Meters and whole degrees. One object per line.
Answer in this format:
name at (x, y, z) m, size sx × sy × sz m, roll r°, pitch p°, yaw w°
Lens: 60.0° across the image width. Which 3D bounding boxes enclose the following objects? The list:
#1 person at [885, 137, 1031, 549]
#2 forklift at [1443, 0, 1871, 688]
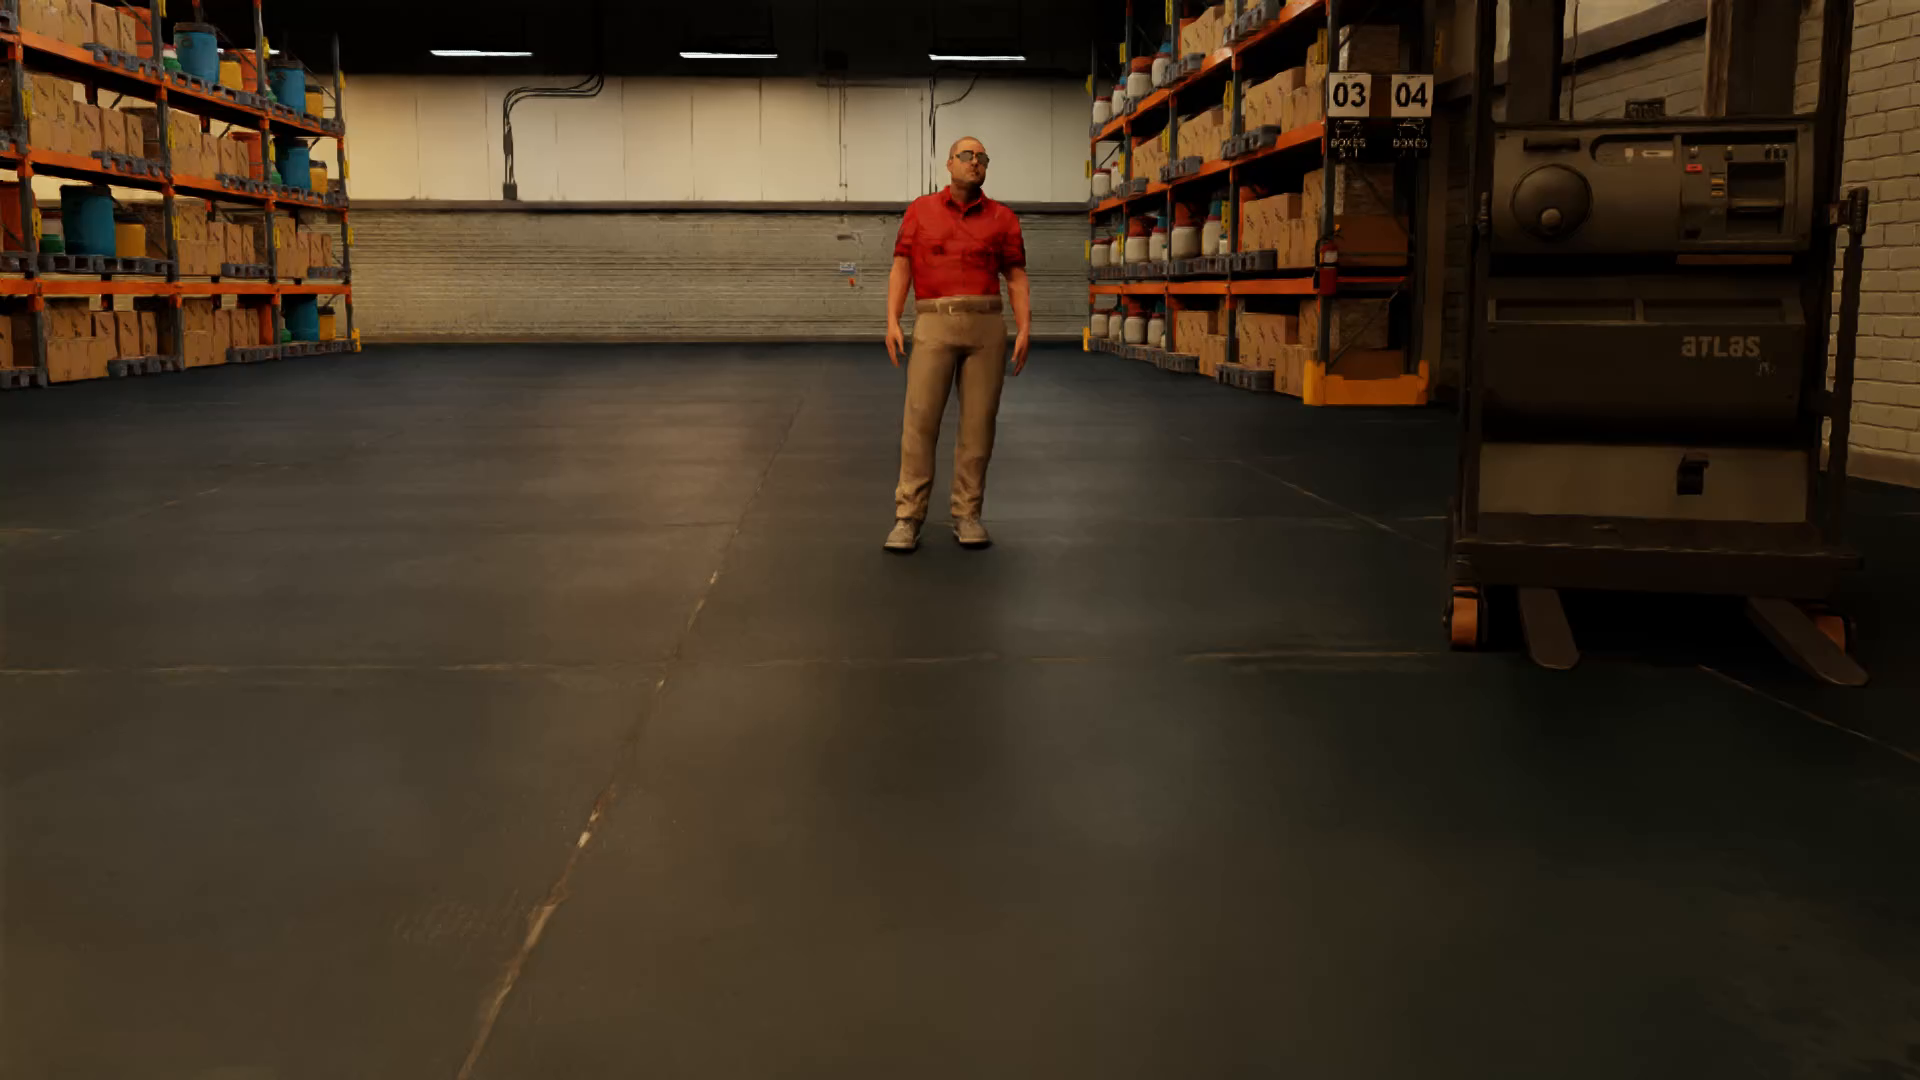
person at (-0.006, -0.849, 7.092) m, size 0.640 × 1.727 × 0.550 m, roll -1°, pitch 8°, yaw -4°
forklift at (2.096, -1.138, 4.993) m, size 1.130 × 2.935 × 3.031 m, roll 2°, pitch 9°, yaw 16°
